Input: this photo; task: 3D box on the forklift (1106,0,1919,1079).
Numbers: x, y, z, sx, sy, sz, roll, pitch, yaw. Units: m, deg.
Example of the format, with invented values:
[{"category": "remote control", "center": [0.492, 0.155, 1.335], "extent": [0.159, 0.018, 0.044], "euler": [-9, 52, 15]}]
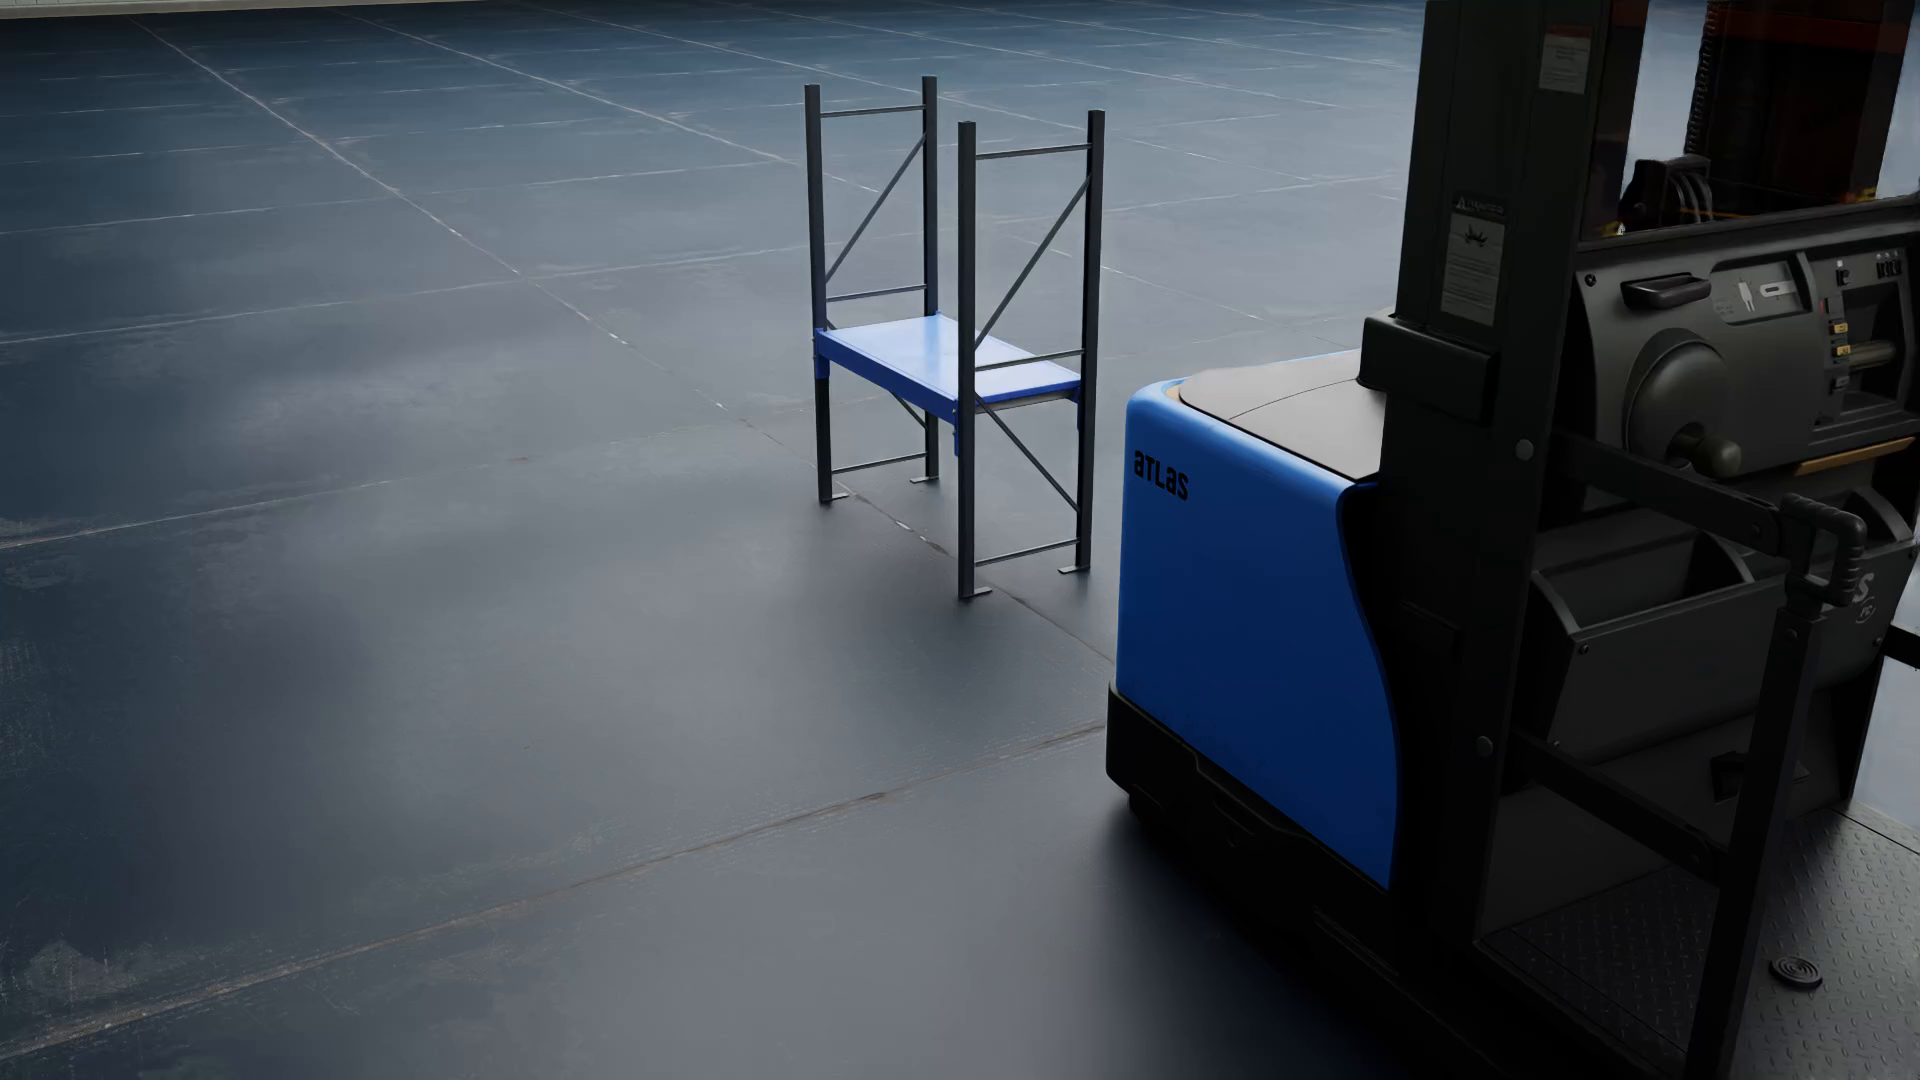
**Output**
[{"category": "forklift", "center": [1.509, -0.318, 2.701], "extent": [1.130, 2.935, 3.031], "euler": [-11, 25, -26]}]

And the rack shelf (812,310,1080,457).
[{"category": "rack shelf", "center": [-0.044, -0.556, 5.665], "extent": [0.538, 0.185, 1.000], "euler": [-13, 25, -28]}]

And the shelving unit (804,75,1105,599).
[{"category": "shelving unit", "center": [-0.044, -0.722, 5.597], "extent": [0.538, 1.500, 1.048], "euler": [-13, 25, -28]}]

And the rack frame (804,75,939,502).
[{"category": "rack frame", "center": [-0.303, -0.887, 6.002], "extent": [0.500, 1.500, 0.032], "euler": [-13, 25, -28]}]

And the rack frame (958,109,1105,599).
[{"category": "rack frame", "center": [0.216, -0.558, 5.192], "extent": [0.500, 1.500, 0.032], "euler": [-13, 25, -28]}]
